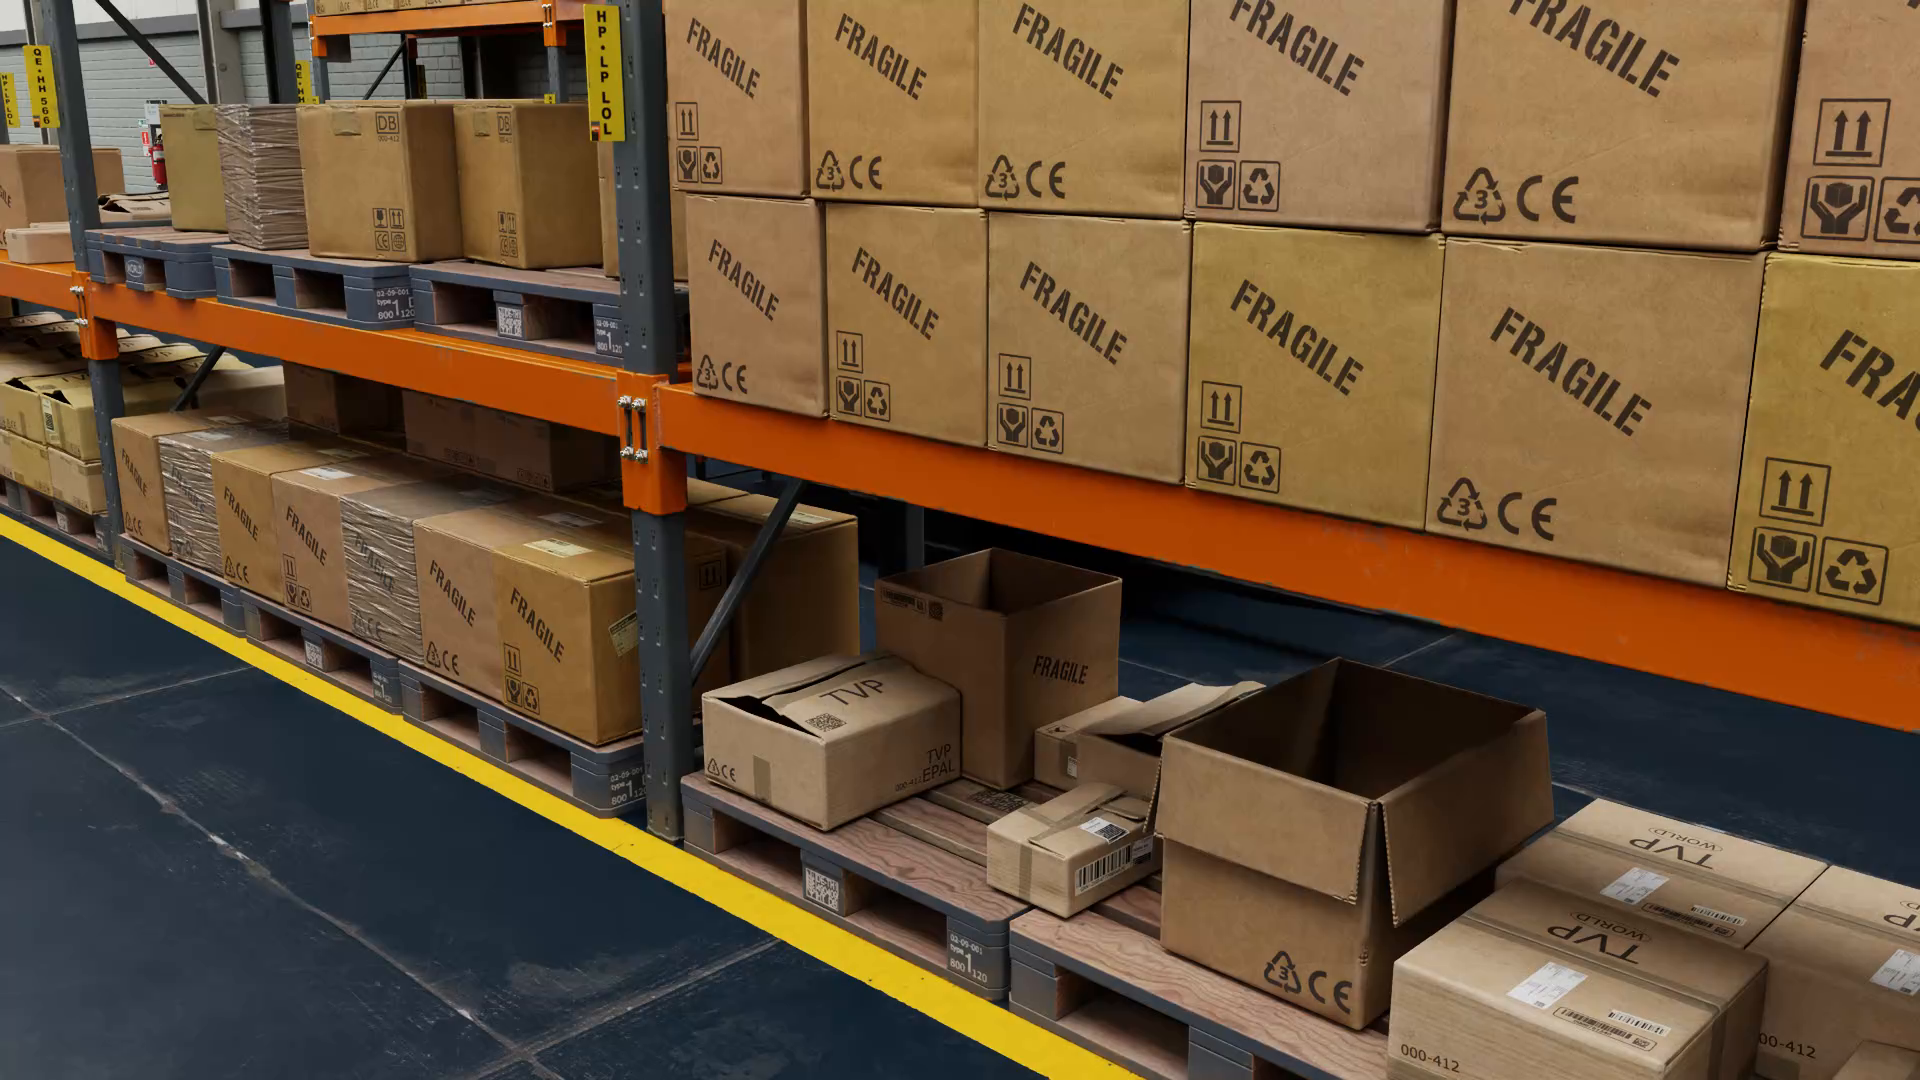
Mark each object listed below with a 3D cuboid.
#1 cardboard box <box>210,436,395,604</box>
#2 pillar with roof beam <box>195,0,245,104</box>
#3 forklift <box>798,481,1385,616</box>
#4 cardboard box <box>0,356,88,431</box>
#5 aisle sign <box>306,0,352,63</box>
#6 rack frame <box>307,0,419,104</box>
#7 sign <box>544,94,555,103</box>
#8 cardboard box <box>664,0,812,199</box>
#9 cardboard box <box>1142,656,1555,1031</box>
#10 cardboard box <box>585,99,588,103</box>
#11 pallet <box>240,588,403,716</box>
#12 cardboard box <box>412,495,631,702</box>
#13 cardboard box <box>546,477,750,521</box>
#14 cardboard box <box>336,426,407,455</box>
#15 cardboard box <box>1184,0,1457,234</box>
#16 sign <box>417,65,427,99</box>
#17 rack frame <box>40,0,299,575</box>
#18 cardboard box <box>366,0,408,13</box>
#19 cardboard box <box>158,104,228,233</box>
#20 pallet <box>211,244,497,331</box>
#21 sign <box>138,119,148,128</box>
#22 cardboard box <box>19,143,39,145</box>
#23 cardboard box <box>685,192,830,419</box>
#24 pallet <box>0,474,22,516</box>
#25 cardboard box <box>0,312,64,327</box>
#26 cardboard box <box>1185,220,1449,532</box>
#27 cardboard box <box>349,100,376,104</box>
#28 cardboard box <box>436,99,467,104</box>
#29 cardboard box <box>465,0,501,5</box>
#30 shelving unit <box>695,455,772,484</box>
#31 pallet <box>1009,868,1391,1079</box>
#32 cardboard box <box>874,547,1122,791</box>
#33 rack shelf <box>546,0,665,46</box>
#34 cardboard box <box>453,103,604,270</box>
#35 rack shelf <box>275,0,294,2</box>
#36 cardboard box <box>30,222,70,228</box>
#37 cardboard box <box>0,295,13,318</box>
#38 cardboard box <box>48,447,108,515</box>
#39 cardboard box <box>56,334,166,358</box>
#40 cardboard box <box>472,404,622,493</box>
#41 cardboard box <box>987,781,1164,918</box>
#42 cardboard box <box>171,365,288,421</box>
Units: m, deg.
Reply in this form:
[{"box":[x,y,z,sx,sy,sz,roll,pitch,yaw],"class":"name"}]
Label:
[{"box":[-2.511,-0.090,6.415,0.500,0.500,0.500,13,20,41],"class":"cardboard box"},{"box":[-11.905,-6.904,16.582,0.400,9.000,9.100,14,20,42],"class":"pillar with roof beam"},{"box":[0.631,-1.254,6.933,3.031,2.935,1.130,13,20,41],"class":"forklift"},{"box":[-4.667,-0.768,8.437,0.500,0.311,0.500,13,20,42],"class":"cardboard box"},{"box":[-5.962,-4.914,15.687,0.004,0.787,0.394,14,20,42],"class":"aisle sign"},{"box":[-5.702,-3.698,16.175,0.127,3.000,1.000,14,20,42],"class":"rack frame"},{"box":[-3.194,-3.317,12.996,0.005,0.325,0.100,14,20,42],"class":"sign"},{"box":[-0.356,-1.097,4.011,0.500,0.500,0.500,-14,20,-43],"class":"cardboard box"},{"box":[0.857,0.625,3.663,0.637,0.503,0.797,14,20,42],"class":"cardboard box"},{"box":[-3.016,-3.418,13.872,0.500,0.500,0.500,13,19,41],"class":"cardboard box"},{"box":[-1.994,0.302,6.353,1.213,0.211,1.003,14,20,42],"class":"pallet"},{"box":[-1.404,0.176,5.391,0.500,0.500,0.500,14,20,42],"class":"cardboard box"},{"box":[-1.070,0.079,5.767,0.500,0.500,0.500,14,20,43],"class":"cardboard box"},{"box":[-2.171,-0.190,6.796,0.500,0.500,0.500,13,19,40],"class":"cardboard box"},{"box":[0.758,-0.826,2.973,0.500,0.500,0.500,-14,20,-42],"class":"cardboard box"},{"box":[-5.303,-4.508,16.363,0.005,0.325,0.100,14,20,42],"class":"sign"},{"box":[-3.379,-1.398,7.349,0.127,3.000,1.000,14,20,42],"class":"rack frame"},{"box":[-4.897,-4.913,14.652,0.500,0.500,0.500,-13,20,-42],"class":"cardboard box"},{"box":[-2.847,-1.560,6.938,0.500,0.500,0.700,7,16,24],"class":"cardboard box"},{"box":[-1.976,-0.966,6.070,1.213,0.211,1.003,14,20,42],"class":"pallet"},{"box":[-10.999,-5.609,22.387,0.331,0.109,0.001,14,20,42],"class":"sign"},{"box":[-5.338,-1.917,9.142,0.500,0.500,0.500,-13,19,-40],"class":"cardboard box"},{"box":[-0.322,-0.608,4.117,0.500,0.500,0.500,-14,20,-43],"class":"cardboard box"},{"box":[-4.819,-0.413,9.100,1.213,0.211,1.003,14,20,42],"class":"pallet"},{"box":[-5.768,-1.223,10.186,0.500,0.311,0.500,14,20,42],"class":"cardboard box"},{"box":[0.775,-0.342,3.097,0.500,0.500,0.500,13,20,41],"class":"cardboard box"},{"box":[-5.218,-3.771,15.228,0.500,0.500,0.500,14,20,42],"class":"cardboard box"},{"box":[-4.096,-3.501,14.190,0.500,0.500,0.500,13,19,41],"class":"cardboard box"},{"box":[-3.713,-4.642,13.611,0.500,0.500,0.500,12,19,38],"class":"cardboard box"},{"box":[-0.852,-0.743,8.554,1.048,1.125,0.538,13,20,41],"class":"shelving unit"},{"box":[0.877,0.985,3.732,1.213,0.211,1.003,14,20,42],"class":"pallet"},{"box":[0.108,0.347,4.736,0.500,0.500,0.500,14,20,42],"class":"cardboard box"},{"box":[-1.383,-3.751,11.858,4.000,0.370,1.077,14,20,42],"class":"rack shelf"},{"box":[-1.224,-1.182,5.488,0.700,0.500,0.500,-11,18,-35],"class":"cardboard box"},{"box":[-1.939,-2.151,5.718,4.000,0.370,1.077,14,20,42],"class":"rack shelf"},{"box":[-4.336,-1.489,8.198,0.380,0.149,0.250,-13,19,-40],"class":"cardboard box"},{"box":[-6.375,-1.472,10.764,0.500,0.500,0.500,14,20,42],"class":"cardboard box"},{"box":[-3.927,-0.318,7.826,0.500,0.250,0.500,-14,20,-43],"class":"cardboard box"},{"box":[-4.672,-0.957,9.164,0.500,0.311,0.500,13,20,42],"class":"cardboard box"},{"box":[-1.398,-0.368,5.993,0.500,0.250,0.500,14,20,42],"class":"cardboard box"},{"box":[0.282,0.722,3.957,0.250,0.166,0.380,14,20,42],"class":"cardboard box"},{"box":[-3.552,-0.687,8.128,0.500,0.311,0.500,-14,20,-42],"class":"cardboard box"}]
